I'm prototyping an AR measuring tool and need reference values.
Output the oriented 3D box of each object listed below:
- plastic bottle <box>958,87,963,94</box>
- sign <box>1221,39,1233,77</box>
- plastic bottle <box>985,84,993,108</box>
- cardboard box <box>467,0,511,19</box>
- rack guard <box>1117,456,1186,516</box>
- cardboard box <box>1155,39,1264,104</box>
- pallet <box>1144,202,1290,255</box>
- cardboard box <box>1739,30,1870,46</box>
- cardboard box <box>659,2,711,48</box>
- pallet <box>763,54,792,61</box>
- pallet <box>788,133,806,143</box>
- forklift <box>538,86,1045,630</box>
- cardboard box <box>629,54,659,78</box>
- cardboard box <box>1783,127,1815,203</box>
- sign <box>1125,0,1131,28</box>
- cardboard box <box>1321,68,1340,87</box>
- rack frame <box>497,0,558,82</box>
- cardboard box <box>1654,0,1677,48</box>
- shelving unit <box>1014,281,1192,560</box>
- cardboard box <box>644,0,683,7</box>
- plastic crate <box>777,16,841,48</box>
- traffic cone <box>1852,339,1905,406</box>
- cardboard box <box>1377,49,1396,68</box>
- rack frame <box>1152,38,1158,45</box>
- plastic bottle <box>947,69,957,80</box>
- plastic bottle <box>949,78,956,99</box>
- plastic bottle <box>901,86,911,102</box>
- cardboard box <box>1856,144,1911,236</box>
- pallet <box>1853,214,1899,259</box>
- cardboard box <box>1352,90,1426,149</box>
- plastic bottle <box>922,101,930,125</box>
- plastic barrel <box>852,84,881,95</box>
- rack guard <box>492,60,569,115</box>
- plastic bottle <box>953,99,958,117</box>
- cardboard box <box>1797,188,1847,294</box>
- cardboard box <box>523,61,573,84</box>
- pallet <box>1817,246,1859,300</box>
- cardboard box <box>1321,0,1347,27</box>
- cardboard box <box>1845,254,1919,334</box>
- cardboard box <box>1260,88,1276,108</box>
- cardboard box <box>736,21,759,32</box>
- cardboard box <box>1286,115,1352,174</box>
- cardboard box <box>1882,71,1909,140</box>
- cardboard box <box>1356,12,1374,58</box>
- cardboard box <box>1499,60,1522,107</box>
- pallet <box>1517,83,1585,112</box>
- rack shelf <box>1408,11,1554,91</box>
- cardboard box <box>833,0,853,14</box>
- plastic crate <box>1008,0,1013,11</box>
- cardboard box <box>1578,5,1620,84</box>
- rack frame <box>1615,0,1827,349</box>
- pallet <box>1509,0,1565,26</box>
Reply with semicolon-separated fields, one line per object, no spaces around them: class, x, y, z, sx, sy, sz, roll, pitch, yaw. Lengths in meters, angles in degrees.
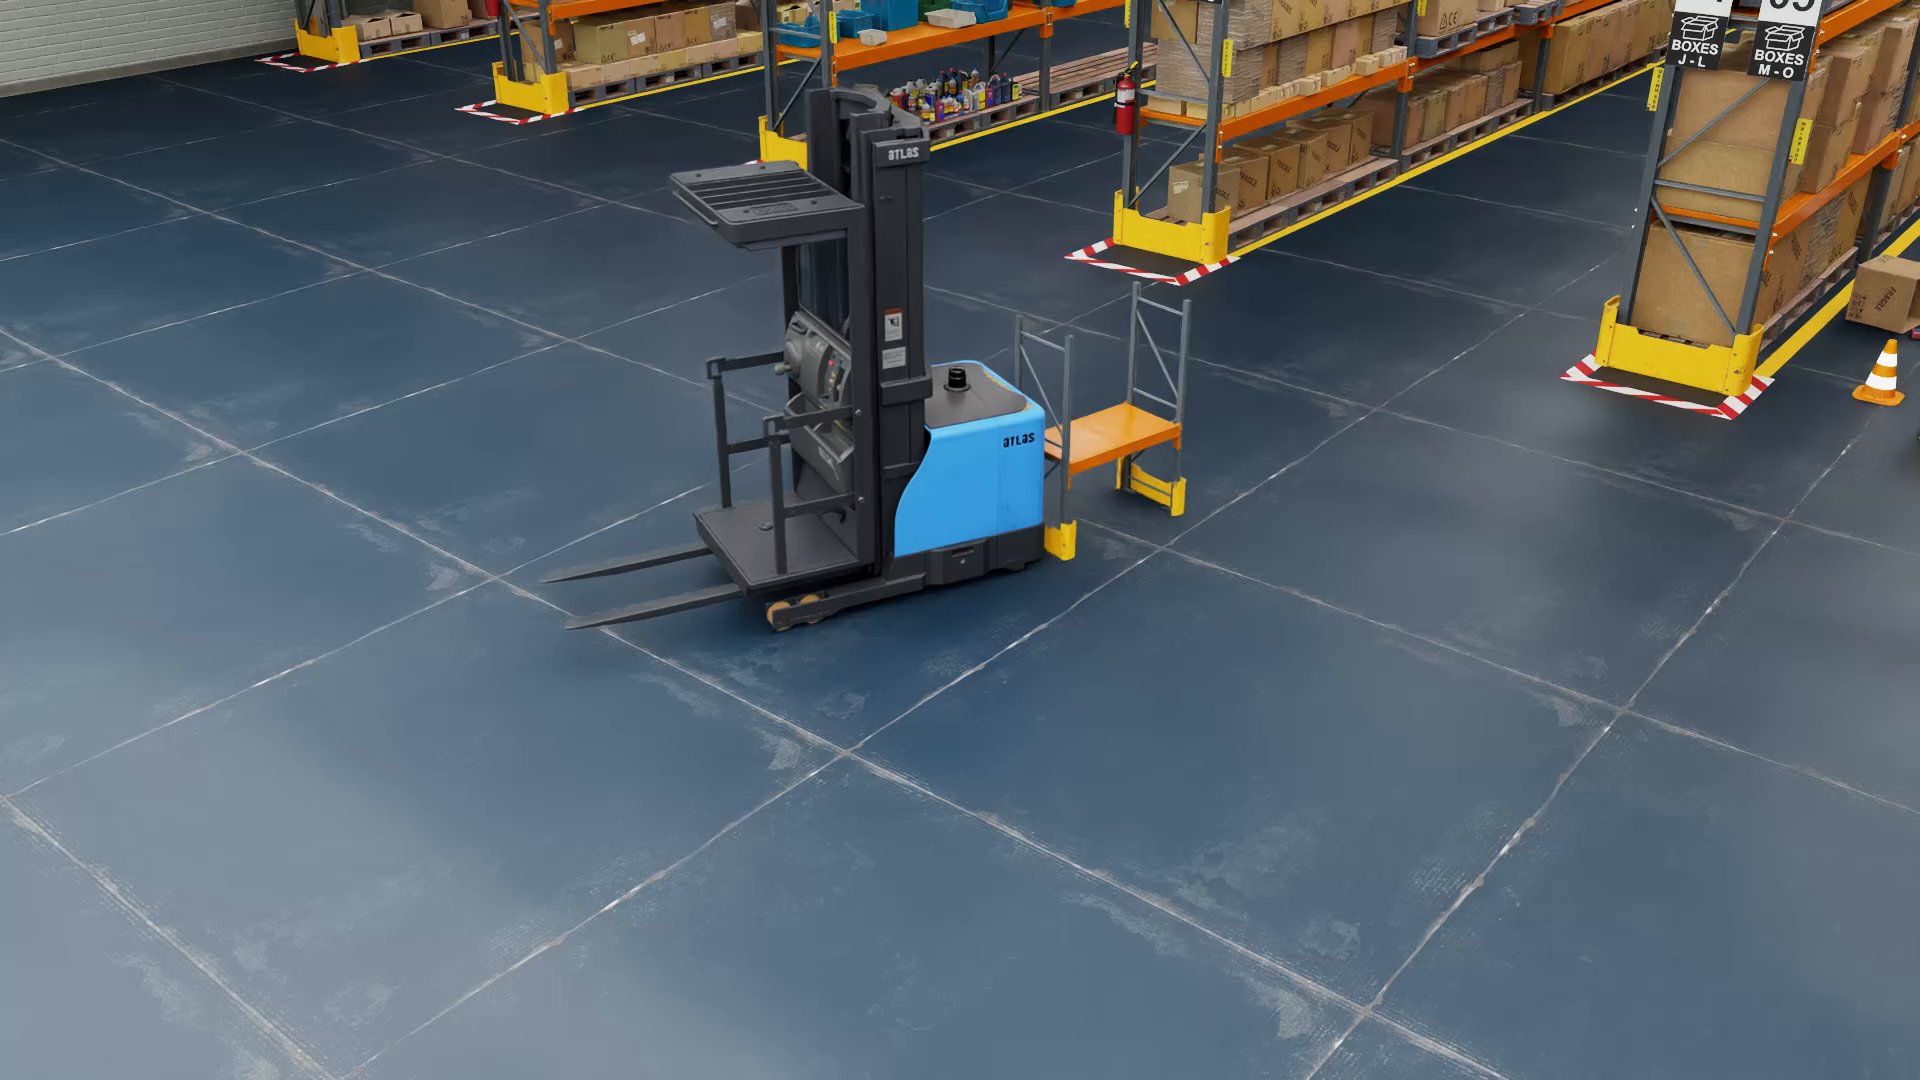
plastic bottle;0.035;-5.508;20.741;0.061;0.283;0.133;21;34;34
sign;2.435;-4.400;15.180;0.100;0.325;0.005;21;34;34
plastic bottle;0.358;-5.578;20.877;0.061;0.283;0.133;23;35;38
cardboard box;-7.535;-8.640;26.561;0.500;0.500;0.500;18;32;31
rack guard;1.301;-0.384;11.351;0.087;0.250;0.587;-21;34;-34
cardboard box;2.387;-4.537;15.955;0.875;0.500;0.500;21;34;34
pallet;2.609;-3.240;16.915;1.003;0.211;1.213;21;34;34
cardboard box;7.022;-3.961;13.936;0.875;0.550;0.500;21;34;34
cardboard box;-3.850;-7.206;23.266;0.500;0.500;0.500;21;34;34
pallet;-2.643;-7.523;25.193;1.003;0.211;1.213;21;34;34
pallet;-1.273;-4.710;19.756;1.003;0.211;1.213;21;34;34
forklift;-1.020;-1.044;9.709;3.031;2.935;1.130;-13;30;-23
cardboard box;-4.479;-6.516;22.749;0.500;0.250;0.500;21;34;34
cardboard box;6.313;-3.101;13.448;0.875;0.550;0.550;21;34;34
sign;1.601;-4.998;15.674;0.100;0.325;0.005;21;34;34
cardboard box;3.685;-4.791;17.151;0.380;0.149;0.250;21;34;34
rack frame;-5.625;-7.070;21.284;1.000;3.000;0.127;21;34;34
cardboard box;10.131;-7.882;24.708;0.875;0.875;0.875;21;34;34
shelving unit;0.915;-0.794;10.785;1.083;1.500;0.587;-21;34;-34
cardboard box;-4.254;-7.359;23.562;0.500;0.500;0.500;21;34;34
plastic crate;-1.718;-5.820;19.030;0.499;0.251;0.616;21;34;34
traffic cone;7.213;-1.335;12.958;0.336;0.463;0.334;21;34;34
cardboard box;4.484;-5.232;18.005;0.380;0.149;0.250;21;34;34
rack frame;3.283;-8.458;23.966;1.000;3.000;0.127;21;34;34
plastic bottle;-0.095;-5.893;21.413;0.144;0.351;0.185;22;34;36
plastic bottle;-0.094;-5.771;21.264;0.097;0.271;0.097;0;27;0
plastic bottle;-0.706;-5.517;20.767;0.152;0.276;0.135;20;33;33
cardboard box;8.649;-3.540;16.452;1.050;0.750;0.750;21;34;34
pallet;8.756;-3.163;16.767;1.003;0.211;1.213;21;34;34
cardboard box;4.968;-4.888;19.308;0.700;0.500;0.500;18;32;31
plastic bottle;-0.412;-5.157;20.076;0.097;0.271;0.097;0;27;0
plastic barrel;-1.127;-5.136;19.796;0.421;0.512;0.421;0;27;0
rack guard;-5.641;-5.951;21.842;1.175;0.500;0.348;21;34;34
plastic bottle;-0.067;-5.318;20.463;0.097;0.201;0.097;0;27;0
cardboard box;7.299;-2.826;14.935;0.875;0.875;0.875;21;34;35
cardboard box;-5.512;-6.312;22.354;0.500;0.250;0.500;21;34;34
pallet;7.780;-2.621;15.719;1.003;0.211;1.213;21;34;34
cardboard box;3.530;-5.442;16.615;0.500;0.500;0.500;21;34;34
cardboard box;8.128;-2.147;14.485;0.500;0.500;0.500;-21;34;-35
cardboard box;2.869;-4.355;16.310;0.380;0.149;0.250;21;34;34
cardboard box;-3.041;-7.685;25.009;0.500;0.250;0.500;20;34;34
cardboard box;3.917;-4.333;18.256;0.500;0.500;0.500;-16;31;-28
cardboard box;8.098;-4.039;15.261;0.875;0.550;0.550;21;34;34
cardboard box;3.881;-5.460;17.739;0.875;0.500;0.500;21;34;34
cardboard box;6.694;-5.852;21.171;0.700;0.500;0.500;19;33;32
pallet;7.664;-6.029;22.306;1.003;0.211;1.213;21;34;34
rack shelf;5.833;-5.981;19.963;1.077;0.370;4.000;21;34;34
cardboard box;-1.975;-8.136;25.270;0.500;0.311;0.500;19;33;33
plastic crate;0.308;-6.863;20.952;0.767;0.338;0.504;21;34;34
cardboard box;8.133;-6.805;22.627;1.225;0.875;0.875;21;34;35
rack frame;5.779;-2.688;12.814;1.000;3.000;0.127;21;34;34
pallet;6.734;-6.641;20.663;1.213;0.211;1.003;21;34;34
